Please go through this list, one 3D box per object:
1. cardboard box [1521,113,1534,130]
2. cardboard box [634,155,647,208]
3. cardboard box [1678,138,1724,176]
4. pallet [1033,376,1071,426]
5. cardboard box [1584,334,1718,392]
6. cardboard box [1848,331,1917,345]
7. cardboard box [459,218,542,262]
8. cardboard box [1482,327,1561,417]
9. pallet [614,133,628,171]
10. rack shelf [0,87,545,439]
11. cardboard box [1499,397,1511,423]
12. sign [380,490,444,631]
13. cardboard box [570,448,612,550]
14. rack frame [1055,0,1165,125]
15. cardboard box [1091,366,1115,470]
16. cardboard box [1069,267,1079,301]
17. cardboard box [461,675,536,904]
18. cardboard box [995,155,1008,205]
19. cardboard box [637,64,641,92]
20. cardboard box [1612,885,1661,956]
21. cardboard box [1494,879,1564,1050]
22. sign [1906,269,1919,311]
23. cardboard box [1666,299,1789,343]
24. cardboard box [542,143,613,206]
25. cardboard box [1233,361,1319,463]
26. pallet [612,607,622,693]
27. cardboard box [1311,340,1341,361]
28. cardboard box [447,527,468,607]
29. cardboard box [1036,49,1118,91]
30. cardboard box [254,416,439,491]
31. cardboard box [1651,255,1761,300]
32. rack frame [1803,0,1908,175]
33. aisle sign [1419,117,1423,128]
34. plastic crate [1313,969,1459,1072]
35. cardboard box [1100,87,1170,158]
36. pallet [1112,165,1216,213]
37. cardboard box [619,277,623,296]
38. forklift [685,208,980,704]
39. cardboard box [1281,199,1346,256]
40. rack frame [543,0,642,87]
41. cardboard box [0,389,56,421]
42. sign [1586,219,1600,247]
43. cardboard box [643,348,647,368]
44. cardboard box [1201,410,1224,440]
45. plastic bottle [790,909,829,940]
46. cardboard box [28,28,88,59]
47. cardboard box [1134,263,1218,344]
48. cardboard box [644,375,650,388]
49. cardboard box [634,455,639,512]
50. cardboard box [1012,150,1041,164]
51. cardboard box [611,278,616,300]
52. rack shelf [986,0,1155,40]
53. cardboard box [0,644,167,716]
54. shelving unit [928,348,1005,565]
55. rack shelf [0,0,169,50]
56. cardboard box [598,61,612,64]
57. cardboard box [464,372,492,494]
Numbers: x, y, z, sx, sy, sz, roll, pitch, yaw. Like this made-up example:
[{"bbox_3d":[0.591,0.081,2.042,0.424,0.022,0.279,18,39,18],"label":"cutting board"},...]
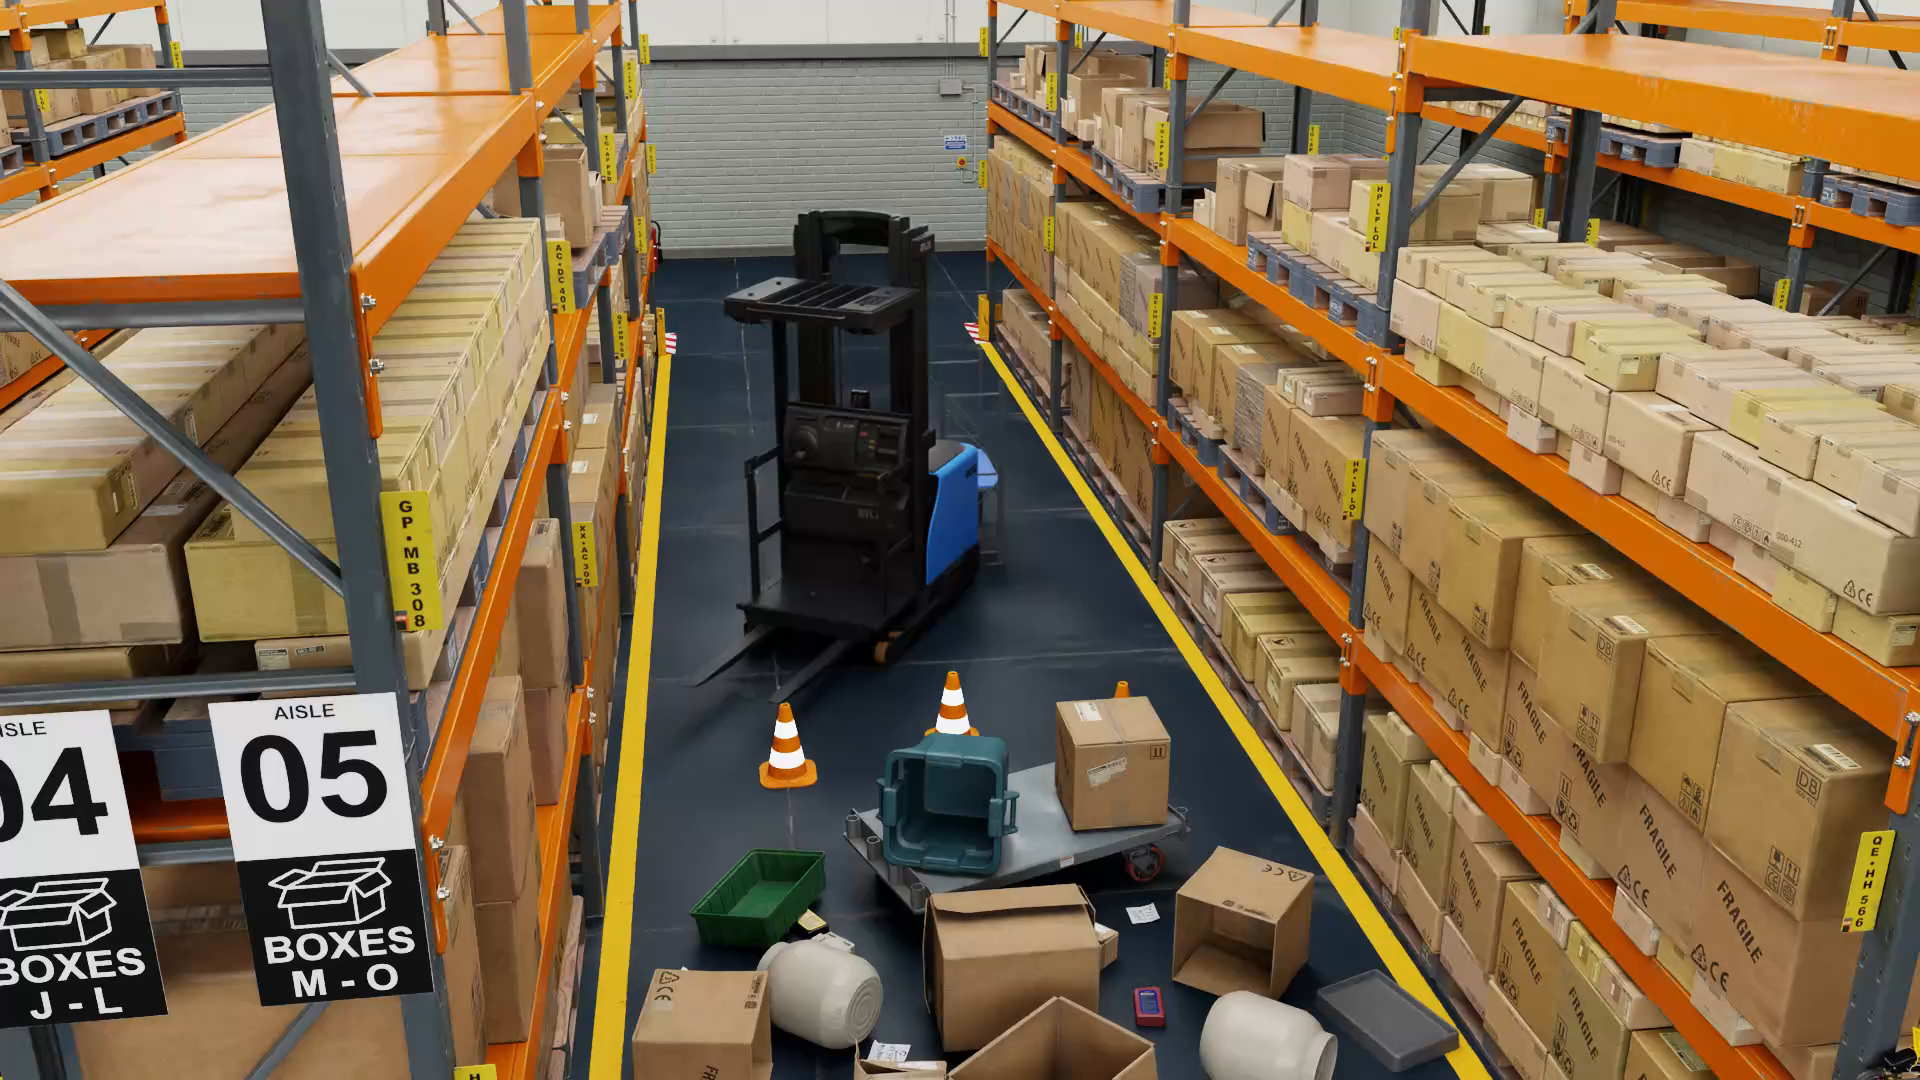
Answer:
[{"bbox_3d":[5.936,-4.248,16.874,0.380,0.149,0.250,-3,21,-8],"label":"cardboard box"},{"bbox_3d":[-3.591,-3.768,17.521,0.500,0.500,0.500,-2,21,-5],"label":"cardboard box"},{"bbox_3d":[6.429,-3.228,14.000,0.500,0.250,0.500,-3,21,-8],"label":"cardboard box"},{"bbox_3d":[1.368,-1.475,17.364,1.003,0.211,1.213,-3,21,-8],"label":"pallet"},{"bbox_3d":[2.535,-0.652,6.107,0.380,0.149,0.250,-2,21,-6],"label":"cardboard box"},{"bbox_3d":[6.745,-1.426,12.178,0.380,0.149,0.250,-2,21,-6],"label":"cardboard box"},{"bbox_3d":[-1.962,-1.254,6.975,0.380,0.149,0.250,-3,21,-8],"label":"cardboard box"},{"bbox_3d":[2.489,-0.700,6.806,0.500,0.250,0.500,-3,21,-7],"label":"cardboard box"},{"bbox_3d":[-3.500,-3.328,14.320,1.213,0.211,1.003,-3,21,-8],"label":"pallet"},{"bbox_3d":[-2.042,-1.053,5.274,1.077,0.370,4.000,-3,21,-8],"label":"rack shelf"},{"bbox_3d":[2.508,-0.556,6.990,0.380,0.149,0.250,-4,21,-9],"label":"cardboard box"},{"bbox_3d":[-1.203,0.048,3.652,0.100,0.325,0.005,-3,21,-8],"label":"sign"},{"bbox_3d":[-2.355,-0.226,9.891,0.500,0.500,0.500,-3,21,-7],"label":"cardboard box"},{"bbox_3d":[1.401,-5.325,15.111,1.000,3.000,0.127,-3,21,-8],"label":"rack frame"},{"bbox_3d":[1.707,-1.193,15.058,0.875,0.875,0.875,-2,21,-6],"label":"cardboard box"},{"bbox_3d":[1.288,-2.332,15.174,0.500,0.250,0.500,-3,21,-7],"label":"cardboard box"},{"bbox_3d":[-1.885,0.832,5.443,0.875,0.550,0.550,-3,21,-8],"label":"cardboard box"},{"bbox_3d":[0.693,-4.055,18.715,0.500,0.500,0.500,-3,21,-9],"label":"cardboard box"},{"bbox_3d":[-3.742,-5.037,18.128,0.500,0.250,0.500,-4,21,-9],"label":"cardboard box"},{"bbox_3d":[2.636,1.380,6.093,0.380,0.149,0.250,-3,21,-7],"label":"cardboard box"},{"bbox_3d":[2.613,1.761,6.972,0.500,0.500,0.500,-3,21,-9],"label":"cardboard box"},{"bbox_3d":[7.437,-1.952,13.002,0.100,0.325,0.005,-3,21,-8],"label":"sign"},{"bbox_3d":[3.069,-0.861,6.666,0.380,0.149,0.250,-3,21,-7],"label":"cardboard box"},{"bbox_3d":[-2.725,-2.508,11.713,0.500,0.500,0.500,-3,21,-8],"label":"cardboard box"},{"bbox_3d":[2.043,-0.807,10.423,0.500,0.500,0.500,-4,21,-10],"label":"cardboard box"},{"bbox_3d":[-2.867,0.739,11.437,1.003,0.211,1.213,-3,21,-8],"label":"pallet"},{"bbox_3d":[2.492,-1.264,10.717,0.380,0.149,0.250,-4,21,-10],"label":"cardboard box"},{"bbox_3d":[-1.559,0.084,4.532,0.380,0.149,0.250,-3,21,-8],"label":"cardboard box"},{"bbox_3d":[1.174,-4.677,16.772,0.797,0.503,0.637,-1,21,-4],"label":"cardboard box"},{"bbox_3d":[-1.522,-0.198,4.148,0.380,0.149,0.250,-3,21,-7],"label":"cardboard box"},{"bbox_3d":[6.470,-2.182,14.523,0.797,0.503,0.637,-3,21,-9],"label":"cardboard box"},{"bbox_3d":[6.889,-4.191,12.076,1.000,3.000,0.127,-3,21,-8],"label":"rack frame"},{"bbox_3d":[5.435,-5.377,20.111,0.394,0.787,0.004,-3,21,-8],"label":"aisle sign"},{"bbox_3d":[1.969,2.208,7.689,0.402,0.080,0.583,-11,23,-26],"label":"plastic crate"},{"bbox_3d":[1.436,-3.374,13.431,0.500,0.500,0.500,-3,21,-7],"label":"cardboard box"},{"bbox_3d":[1.832,-2.666,12.550,1.213,0.211,1.003,-2,21,-5],"label":"pallet"},{"bbox_3d":[-3.191,-2.229,14.730,0.380,0.149,0.250,-3,21,-7],"label":"cardboard box"},{"bbox_3d":[-0.874,-0.680,11.349,1.130,2.935,3.031,8,22,21],"label":"forklift"},{"bbox_3d":[2.186,-1.823,9.637,0.500,0.250,0.500,-3,21,-7],"label":"cardboard box"},{"bbox_3d":[-4.060,-6.425,18.057,1.000,3.000,0.127,-3,21,-8],"label":"rack frame"},{"bbox_3d":[-8.164,-0.686,13.702,1.225,0.875,0.875,-4,21,-10],"label":"cardboard box"},{"bbox_3d":[3.090,-1.422,8.209,0.100,0.325,0.005,-3,21,-8],"label":"sign"},{"bbox_3d":[-3.410,-1.864,17.044,0.380,0.149,0.250,-2,21,-7],"label":"cardboard box"},{"bbox_3d":[1.861,-0.793,11.312,0.380,0.149,0.250,-3,21,-7],"label":"cardboard box"},{"bbox_3d":[-0.797,1.936,8.444,0.133,0.061,0.283,-15,25,-35],"label":"plastic bottle"},{"bbox_3d":[-8.701,-4.746,15.892,0.500,0.250,0.500,-4,21,-9],"label":"cardboard box"},{"bbox_3d":[1.644,-1.810,12.704,0.500,0.500,0.500,-3,21,-9],"label":"cardboard box"},{"bbox_3d":[-3.445,-1.680,17.402,0.380,0.149,0.250,-3,21,-9],"label":"cardboard box"},{"bbox_3d":[-2.911,-0.479,13.685,0.500,0.500,0.500,-3,21,-9],"label":"cardboard box"},{"bbox_3d":[0.774,-4.131,17.991,0.380,0.149,0.250,-3,21,-7],"label":"cardboard box"},{"bbox_3d":[-3.087,-2.099,13.958,0.380,0.149,0.250,-4,21,-10],"label":"cardboard box"},{"bbox_3d":[1.112,-5.493,17.161,1.077,0.370,4.000,-3,21,-8],"label":"rack shelf"},{"bbox_3d":[-2.137,0.296,3.965,0.380,0.149,0.250,-3,21,-8],"label":"cardboard box"},{"bbox_3d":[0.018,-0.678,13.389,0.538,1.500,1.048,-3,21,-8],"label":"shelving unit"},{"bbox_3d":[-8.694,-4.993,15.822,1.077,0.370,4.000,-3,21,-8],"label":"rack shelf"},{"bbox_3d":[-3.521,-4.736,16.753,0.380,0.149,0.250,-3,21,-9],"label":"cardboard box"},{"bbox_3d":[-1.717,-0.323,5.053,0.500,0.250,0.500,-3,21,-8],"label":"cardboard box"}]
